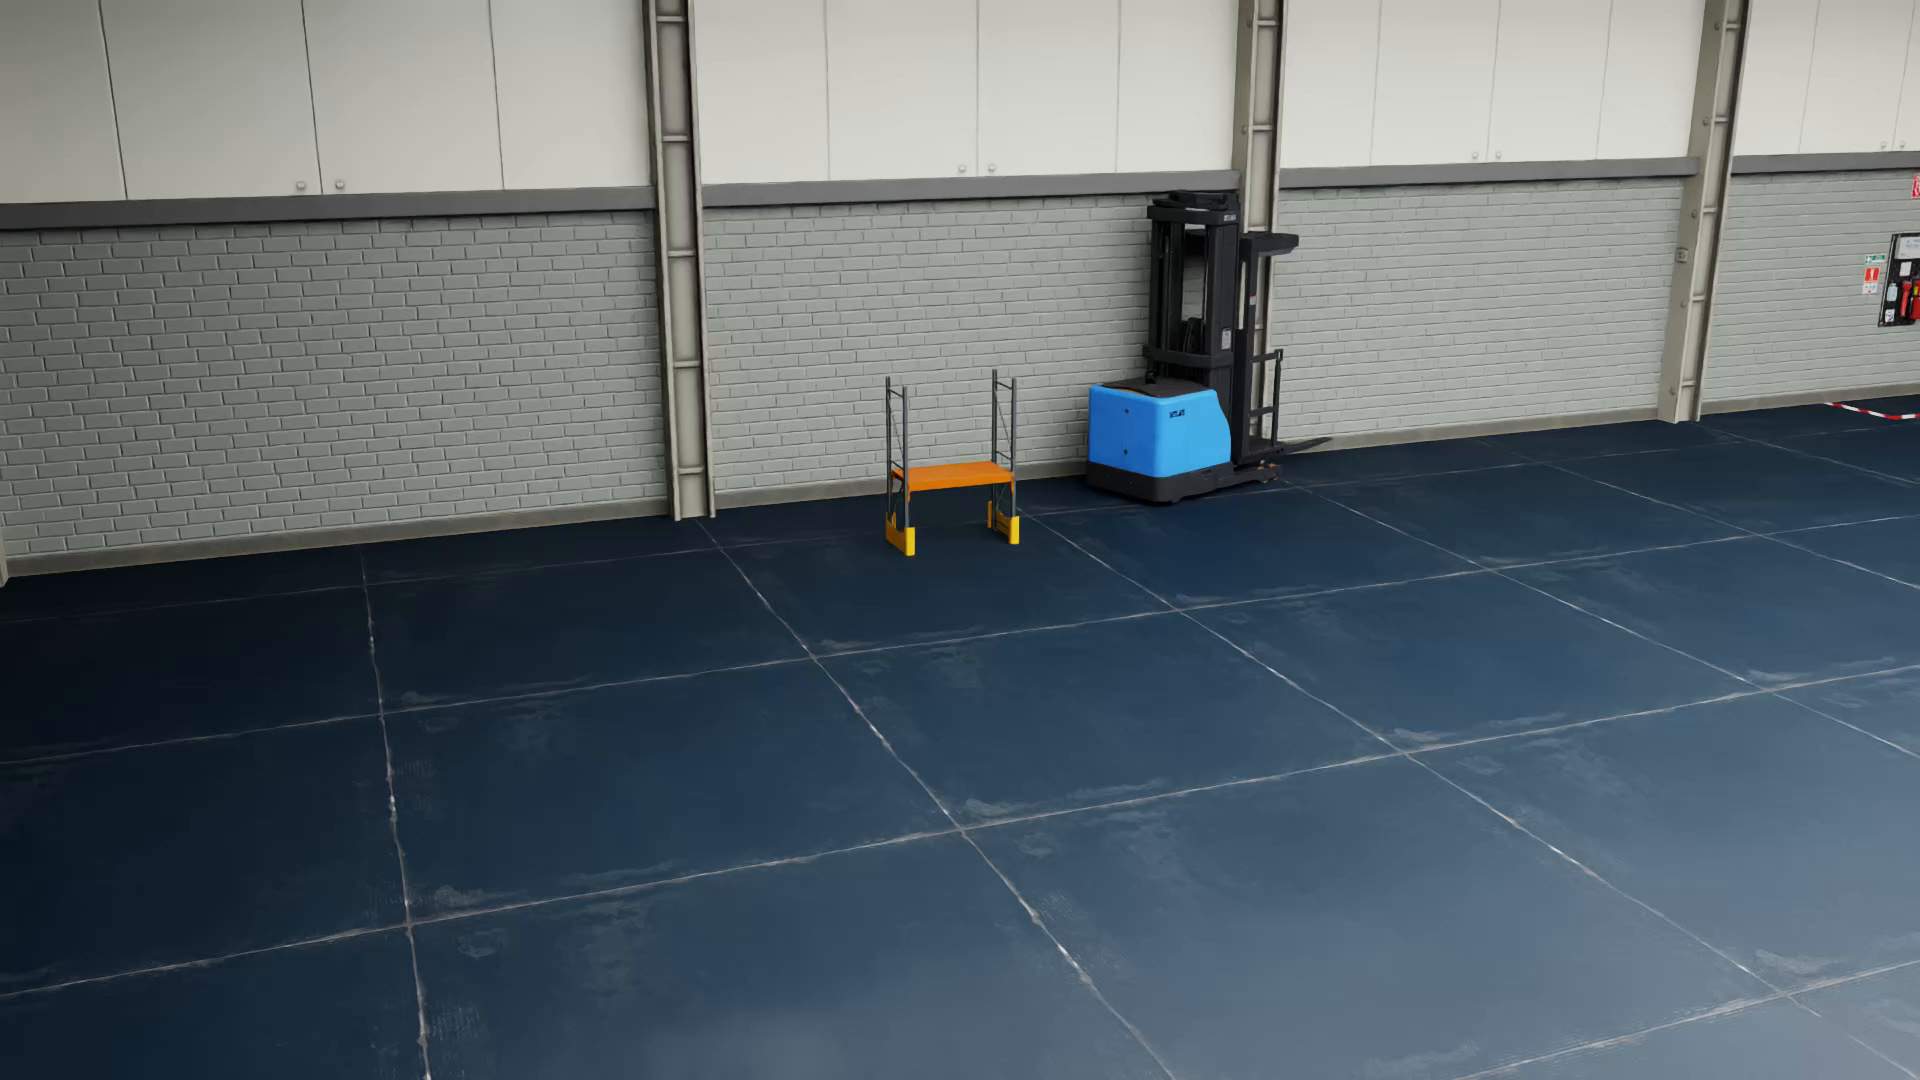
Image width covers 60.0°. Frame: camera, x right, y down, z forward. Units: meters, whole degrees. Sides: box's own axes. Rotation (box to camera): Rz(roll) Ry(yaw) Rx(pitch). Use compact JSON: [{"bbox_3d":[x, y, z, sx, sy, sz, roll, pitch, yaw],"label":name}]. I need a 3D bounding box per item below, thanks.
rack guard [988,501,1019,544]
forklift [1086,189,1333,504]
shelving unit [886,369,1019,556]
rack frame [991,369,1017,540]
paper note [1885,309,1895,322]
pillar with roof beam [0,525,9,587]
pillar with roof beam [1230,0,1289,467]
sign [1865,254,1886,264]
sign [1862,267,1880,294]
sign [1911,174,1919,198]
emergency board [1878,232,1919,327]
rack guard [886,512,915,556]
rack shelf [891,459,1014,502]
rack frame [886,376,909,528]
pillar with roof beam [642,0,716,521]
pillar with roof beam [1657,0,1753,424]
[{"bbox_3d":[0.394,-0.162,15.208,0.087,0.250,0.587,-6,17,-20],"label":"rack guard"},{"bbox_3d":[2.706,-2.088,17.007,3.031,2.935,1.130,-14,22,-40],"label":"forklift"},{"bbox_3d":[-0.071,-0.712,14.861,1.083,1.500,0.587,-6,17,-20],"label":"shelving unit"},{"bbox_3d":[0.395,-0.762,15.032,0.032,1.500,0.500,-6,17,-20],"label":"rack frame"},{"bbox_3d":[11.732,-2.831,20.977,0.142,0.148,0.016,-6,17,-20],"label":"paper note"},{"bbox_3d":[-6.627,-2.818,8.724,0.400,9.000,9.100,-6,17,-20],"label":"pillar with roof beam"},{"bbox_3d":[4.578,-4.028,12.844,0.400,9.000,9.100,-6,17,-20],"label":"pillar with roof beam"},{"bbox_3d":[11.376,-3.494,20.668,0.331,0.109,0.001,-6,17,-20],"label":"sign"},{"bbox_3d":[11.369,-3.241,20.749,0.234,0.329,0.001,-6,17,-20],"label":"sign"},{"bbox_3d":[11.879,-4.391,20.612,0.199,0.298,0.001,-6,17,-20],"label":"sign"},{"bbox_3d":[11.922,-3.253,20.852,0.643,1.169,0.194,-6,17,-20],"label":"emergency board"},{"bbox_3d":[-0.536,-0.062,14.866,0.087,0.250,0.587,-6,17,-20],"label":"rack guard"},{"bbox_3d":[-0.080,-0.538,14.908,1.000,0.185,0.538,-6,17,-20],"label":"rack shelf"},{"bbox_3d":[-0.554,-0.660,14.683,0.032,1.500,0.500,-6,17,-20],"label":"rack frame"},{"bbox_3d":[-1.024,-3.423,10.784,0.400,9.000,9.100,-6,17,-20],"label":"pillar with roof beam"},{"bbox_3d":[10.181,-4.633,14.904,0.400,9.000,9.100,-6,17,-20],"label":"pillar with roof beam"}]
